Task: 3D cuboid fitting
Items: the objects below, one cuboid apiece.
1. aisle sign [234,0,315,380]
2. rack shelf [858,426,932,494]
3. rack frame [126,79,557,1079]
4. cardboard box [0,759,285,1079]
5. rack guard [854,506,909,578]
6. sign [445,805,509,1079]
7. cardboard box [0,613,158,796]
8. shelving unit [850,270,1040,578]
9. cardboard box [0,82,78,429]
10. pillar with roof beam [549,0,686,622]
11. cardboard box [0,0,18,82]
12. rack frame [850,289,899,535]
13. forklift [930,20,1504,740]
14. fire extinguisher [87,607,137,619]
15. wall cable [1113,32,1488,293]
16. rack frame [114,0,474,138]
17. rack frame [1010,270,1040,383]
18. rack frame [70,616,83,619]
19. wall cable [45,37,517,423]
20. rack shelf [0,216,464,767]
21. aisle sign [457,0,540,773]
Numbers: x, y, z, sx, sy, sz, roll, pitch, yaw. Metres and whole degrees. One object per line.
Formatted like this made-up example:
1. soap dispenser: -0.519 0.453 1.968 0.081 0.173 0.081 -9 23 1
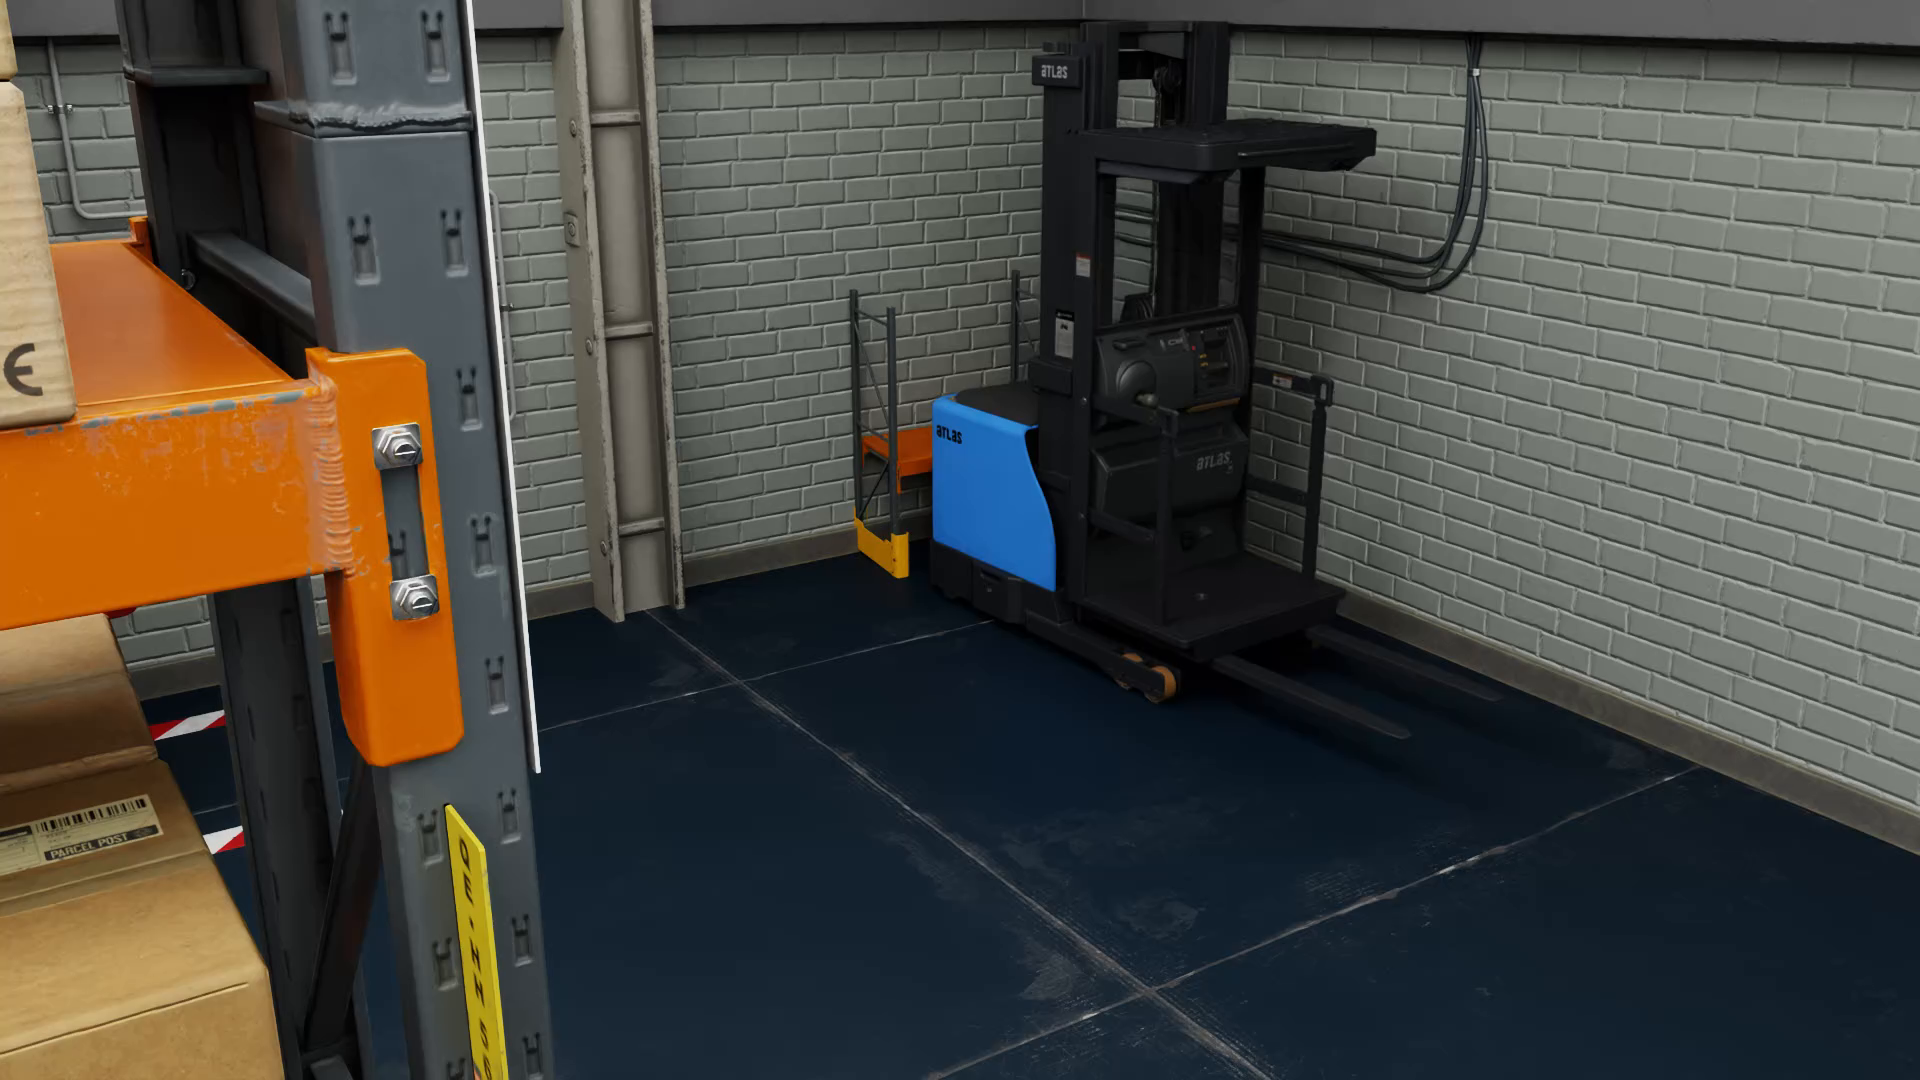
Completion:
1. aisle sign: -0.838 -0.365 2.082 0.004 0.787 0.394 -12 22 -31
2. rack shelf: -0.020 -0.504 9.386 1.000 0.185 0.538 -11 24 -26
3. rack frame: -0.734 0.957 2.231 0.127 3.000 1.000 -12 22 -31
4. cardboard box: -0.954 0.588 1.605 0.500 0.500 0.500 -12 22 -32
5. rack guard: -0.449 -0.004 9.331 0.087 0.250 0.587 -11 24 -26
6. sign: -0.445 0.411 1.545 0.005 0.325 0.100 -12 22 -31
7. cardboard box: -1.249 0.444 2.032 0.500 0.500 0.500 -11 22 -30
8. shelving unit: -0.012 -0.673 9.324 1.083 1.500 0.587 -11 24 -26
9. cardboard box: -1.018 -0.232 1.298 0.500 0.250 0.500 -12 22 -31
10. pillar with roof beam: 0.686 -2.765 3.872 0.400 9.000 9.100 -12 22 -31
11. cardboard box: -1.022 -0.471 1.225 0.500 0.250 0.500 -12 22 -31
12. rack frame: -0.466 -0.583 9.094 0.032 1.500 0.500 -11 24 -26
13. forklift: 1.131 -0.827 7.616 1.130 2.935 3.031 -14 23 -35
14. fire extinguisher: -3.081 -0.057 5.933 0.183 0.674 0.296 -12 22 -31
15. wall cable: 1.459 -2.639 8.348 0.112 2.526 3.097 -12 22 -31
16. rack frame: -0.734 -1.885 1.270 0.127 3.000 1.000 -12 22 -31
17. rack frame: 0.426 -0.761 9.546 0.032 1.500 0.500 -11 24 -26
18. rack frame: -3.461 -0.367 6.148 0.127 3.000 1.000 -12 22 -31
19. wall cable: -2.912 -1.327 7.401 1.851 1.984 0.084 -12 22 -31
20. rack shelf: -2.404 0.229 0.823 4.000 0.370 1.077 -12 22 -31
21. aisle sign: -0.508 -0.205 1.607 0.004 0.787 0.394 -12 22 -31
